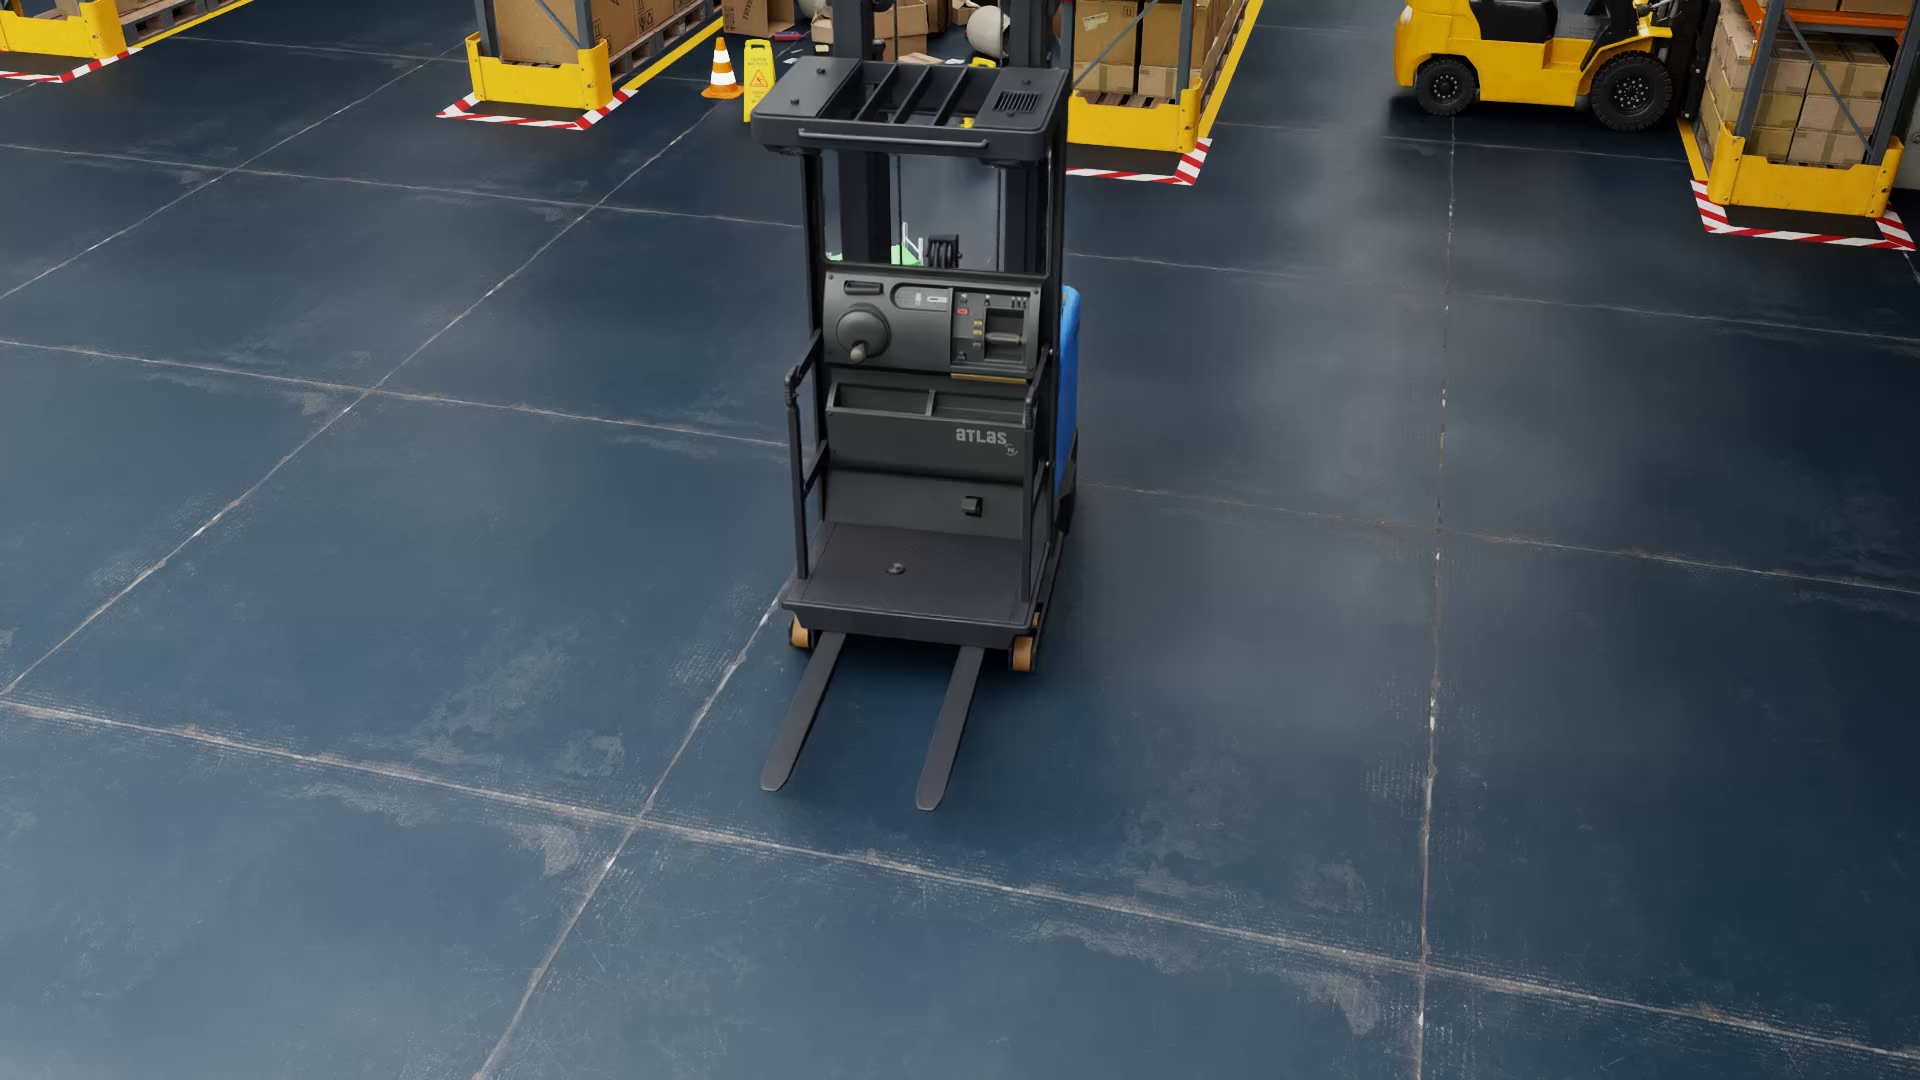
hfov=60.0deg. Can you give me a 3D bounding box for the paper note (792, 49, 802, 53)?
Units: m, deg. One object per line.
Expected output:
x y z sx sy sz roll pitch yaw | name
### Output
-1.503 -4.509 15.333 0.032 0.001 0.123 28 42 36 | paper note

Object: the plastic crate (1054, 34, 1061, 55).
1.100 -4.554 15.340 0.402 0.080 0.583 -3 33 -4 | plastic crate

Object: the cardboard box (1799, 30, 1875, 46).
6.507 -3.662 12.454 0.500 0.250 0.500 8 33 12 | cardboard box

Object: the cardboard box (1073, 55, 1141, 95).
1.228 -3.899 13.759 0.500 0.250 0.500 8 33 12 | cardboard box

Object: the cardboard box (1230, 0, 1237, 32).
2.276 -4.885 15.310 0.500 0.250 0.500 7 33 11 | cardboard box

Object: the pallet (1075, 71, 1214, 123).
1.536 -3.693 13.863 1.003 0.211 1.213 8 33 12 | pallet

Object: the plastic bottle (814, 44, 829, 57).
-1.271 -4.494 15.262 0.133 0.061 0.283 -3 33 -4 | plastic bottle

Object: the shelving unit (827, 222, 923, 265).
-0.465 -1.027 8.747 0.503 1.200 0.258 -13 35 -19 | shelving unit

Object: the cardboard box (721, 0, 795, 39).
-1.923 -5.112 15.823 0.500 0.500 0.500 14 35 21 | cardboard box

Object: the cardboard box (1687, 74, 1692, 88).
6.274 -3.831 13.652 0.500 0.250 0.500 9 34 14 | cardboard box

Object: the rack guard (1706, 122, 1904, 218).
6.073 -2.673 11.988 1.175 0.500 0.348 8 33 12 | rack guard

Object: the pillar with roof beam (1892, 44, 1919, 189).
2.963 -7.096 11.025 9.100 9.000 0.400 8 33 12 | pillar with roof beam

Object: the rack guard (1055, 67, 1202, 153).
1.296 -3.398 13.130 1.175 0.500 0.348 8 33 12 | rack guard

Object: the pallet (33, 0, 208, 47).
-8.049 -5.043 15.985 1.003 0.211 1.213 8 33 12 | pallet

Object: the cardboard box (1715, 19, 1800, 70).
6.018 -3.726 12.555 0.500 0.250 0.500 9 33 13 | cardboard box

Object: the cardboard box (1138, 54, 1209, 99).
1.749 -3.812 13.621 0.500 0.250 0.500 8 33 12 | cardboard box

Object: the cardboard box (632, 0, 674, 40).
-3.208 -5.134 15.119 0.875 0.875 0.875 8 33 12 | cardboard box

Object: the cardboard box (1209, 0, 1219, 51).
1.883 -4.412 13.867 0.500 0.500 0.500 7 33 11 | cardboard box

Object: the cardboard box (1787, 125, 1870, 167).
6.392 -2.985 12.321 0.500 0.250 0.500 8 33 13 | cardboard box

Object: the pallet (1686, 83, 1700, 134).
6.544 -3.597 13.711 1.003 0.211 1.213 8 33 12 | pallet

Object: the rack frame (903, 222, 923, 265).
-0.240 -1.078 8.827 0.015 1.200 0.240 -13 35 -19 | rack frame

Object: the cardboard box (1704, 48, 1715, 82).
6.148 -3.793 13.125 0.500 0.250 0.500 7 33 11 | cardboard box

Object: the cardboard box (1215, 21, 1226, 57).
2.012 -4.360 14.485 0.500 0.250 0.500 10 34 16 | cardboard box

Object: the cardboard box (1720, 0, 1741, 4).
6.272 -4.251 13.381 0.500 0.250 0.500 7 33 11 | cardboard box

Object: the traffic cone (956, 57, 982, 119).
0.138 -3.742 13.705 0.336 0.463 0.334 8 33 12 | traffic cone

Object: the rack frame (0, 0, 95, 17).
-8.309 -5.763 14.520 1.000 3.000 0.127 8 33 12 | rack frame

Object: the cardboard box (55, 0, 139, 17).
-8.134 -5.207 15.584 0.500 0.500 0.500 14 35 21 | cardboard box

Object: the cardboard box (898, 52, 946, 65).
-0.345 -4.166 14.664 0.380 0.149 0.250 28 42 36 | cardboard box

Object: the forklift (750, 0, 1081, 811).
-0.157 -0.865 6.879 1.130 2.935 3.031 6 33 9 | forklift

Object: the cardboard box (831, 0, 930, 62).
-0.727 -4.617 15.043 0.797 0.503 0.637 -14 35 -21 | cardboard box

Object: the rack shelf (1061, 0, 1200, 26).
1.784 -5.148 14.223 1.077 0.370 4.000 8 33 12 | rack shelf

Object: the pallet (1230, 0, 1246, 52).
2.155 -4.960 15.855 1.003 0.211 1.213 8 33 12 | pallet

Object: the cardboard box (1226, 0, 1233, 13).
2.145 -4.950 14.713 0.500 0.500 0.500 10 34 15 | cardboard box

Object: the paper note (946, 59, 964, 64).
-0.048 -4.338 15.056 0.148 0.019 0.142 20 38 29 | paper note

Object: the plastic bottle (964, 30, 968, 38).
0.150 -4.835 15.799 0.133 0.061 0.283 14 35 21 | plastic bottle

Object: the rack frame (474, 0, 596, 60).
-3.537 -5.035 13.375 1.000 3.000 0.127 8 33 12 | rack frame

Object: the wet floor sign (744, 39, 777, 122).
-1.629 -3.757 13.559 0.267 0.644 0.232 3 33 4 | wet floor sign

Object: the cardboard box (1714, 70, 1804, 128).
5.900 -3.263 12.292 0.500 0.250 0.500 8 33 12 | cardboard box

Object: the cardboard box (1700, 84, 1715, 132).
6.028 -3.300 12.817 0.500 0.250 0.500 8 33 12 | cardboard box

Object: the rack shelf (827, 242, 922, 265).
-0.465 -1.378 8.524 0.480 0.148 0.258 -13 35 -19 | rack shelf

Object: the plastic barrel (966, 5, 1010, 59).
0.336 -4.605 15.099 0.421 0.421 0.512 -21 38 -29 | plastic barrel

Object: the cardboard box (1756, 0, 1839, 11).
5.950 -4.073 11.768 0.500 0.500 0.500 7 33 11 | cardboard box

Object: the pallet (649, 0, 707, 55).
-3.098 -4.915 15.785 1.003 0.211 1.213 8 33 12 | pallet
